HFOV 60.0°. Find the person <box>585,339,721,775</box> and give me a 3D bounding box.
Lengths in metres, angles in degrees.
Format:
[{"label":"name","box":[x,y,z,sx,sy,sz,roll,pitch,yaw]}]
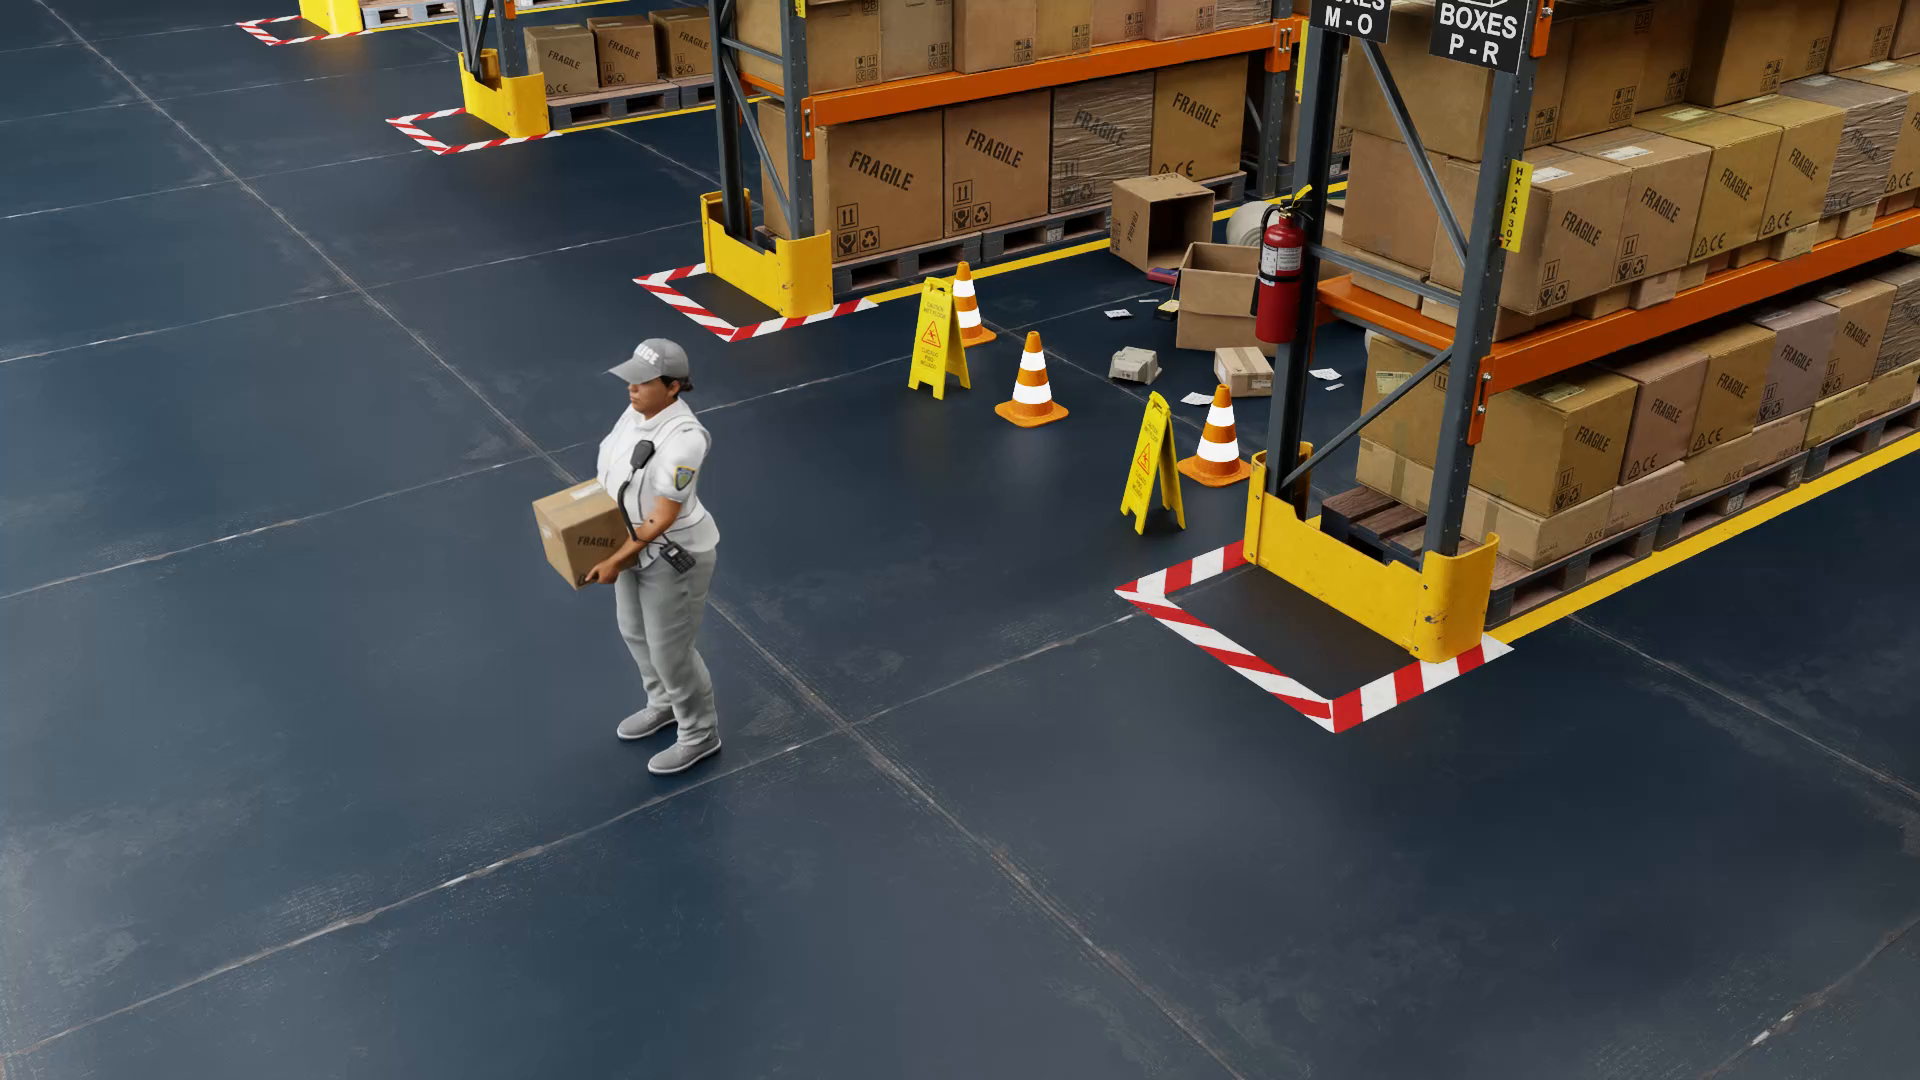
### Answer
[{"label":"person","box":[-1.146,0.072,6.002,0.535,1.654,0.452,-18,34,-30]}]
